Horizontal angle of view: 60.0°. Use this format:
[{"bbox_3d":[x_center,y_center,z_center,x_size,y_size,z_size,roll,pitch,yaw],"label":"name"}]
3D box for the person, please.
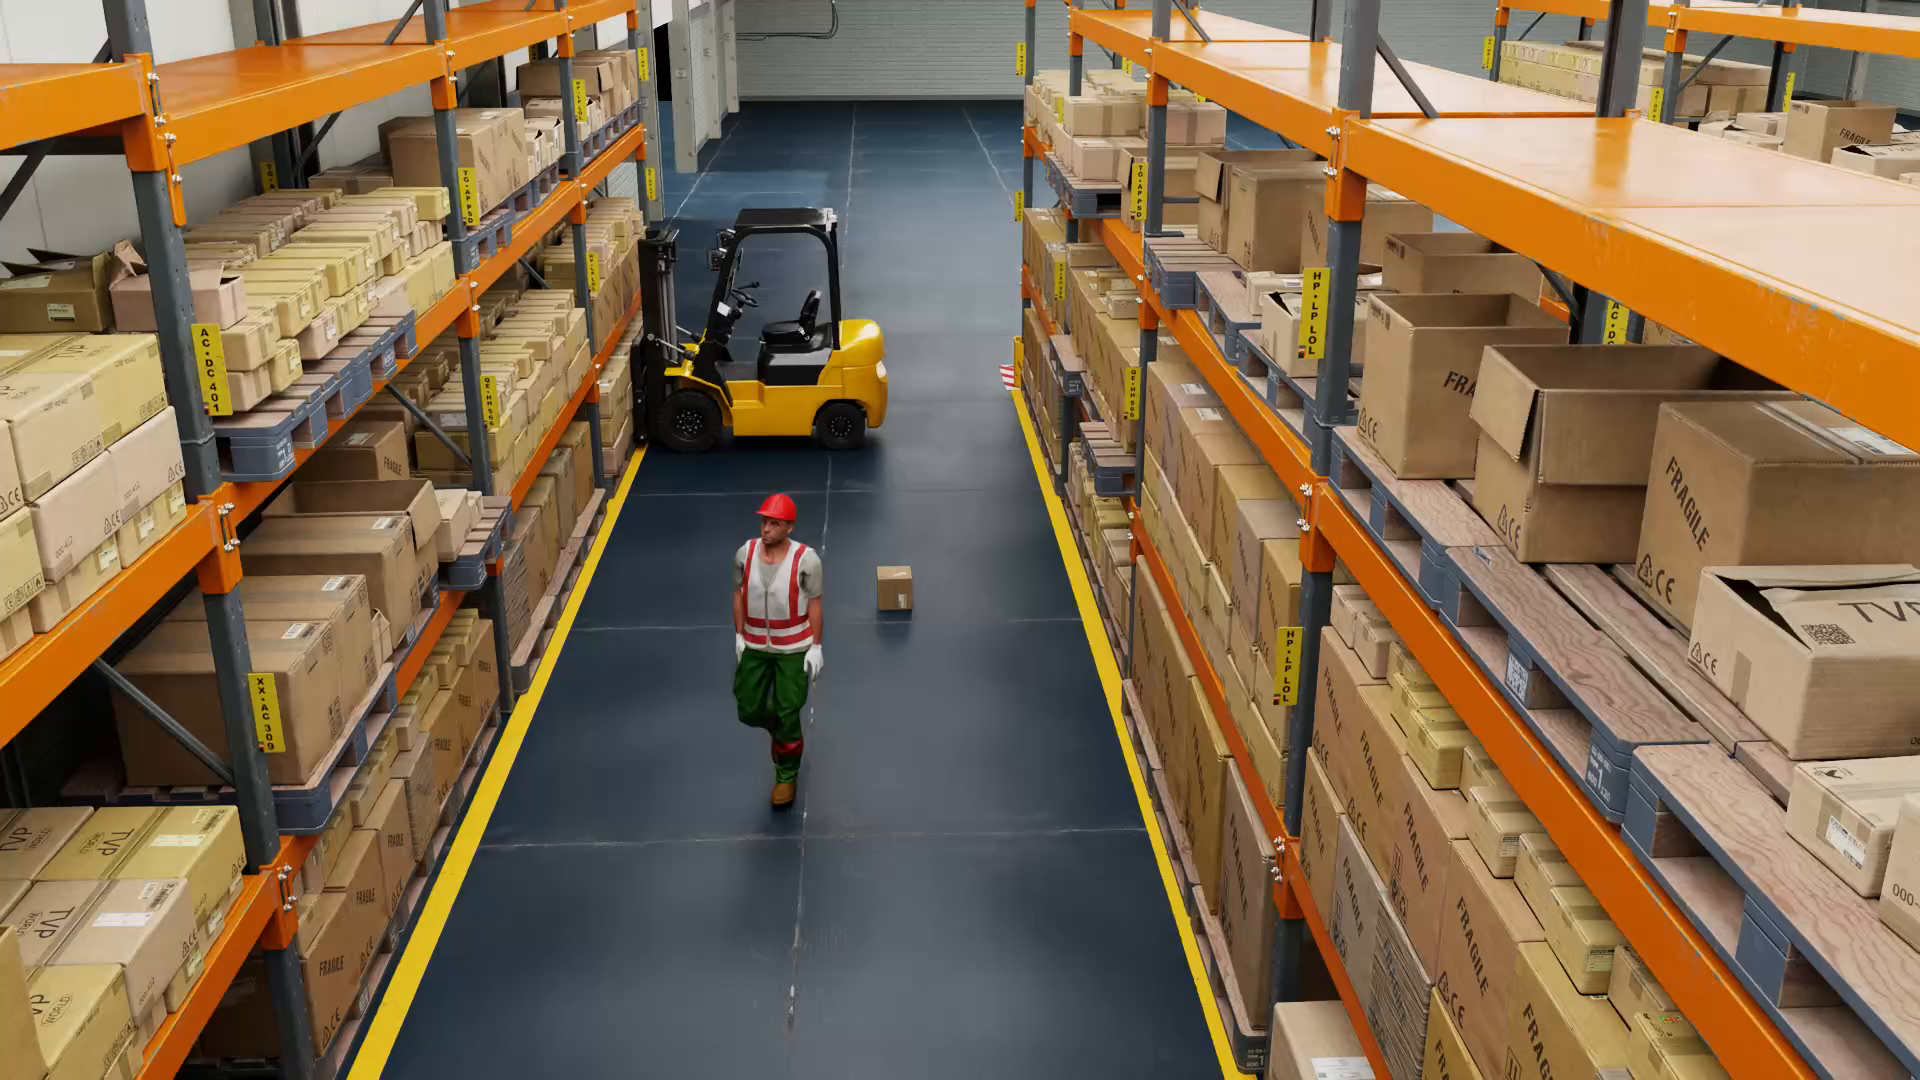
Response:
[{"bbox_3d":[-1.019,0.584,9.390,0.545,1.780,0.609,5,21,13],"label":"person"}]
